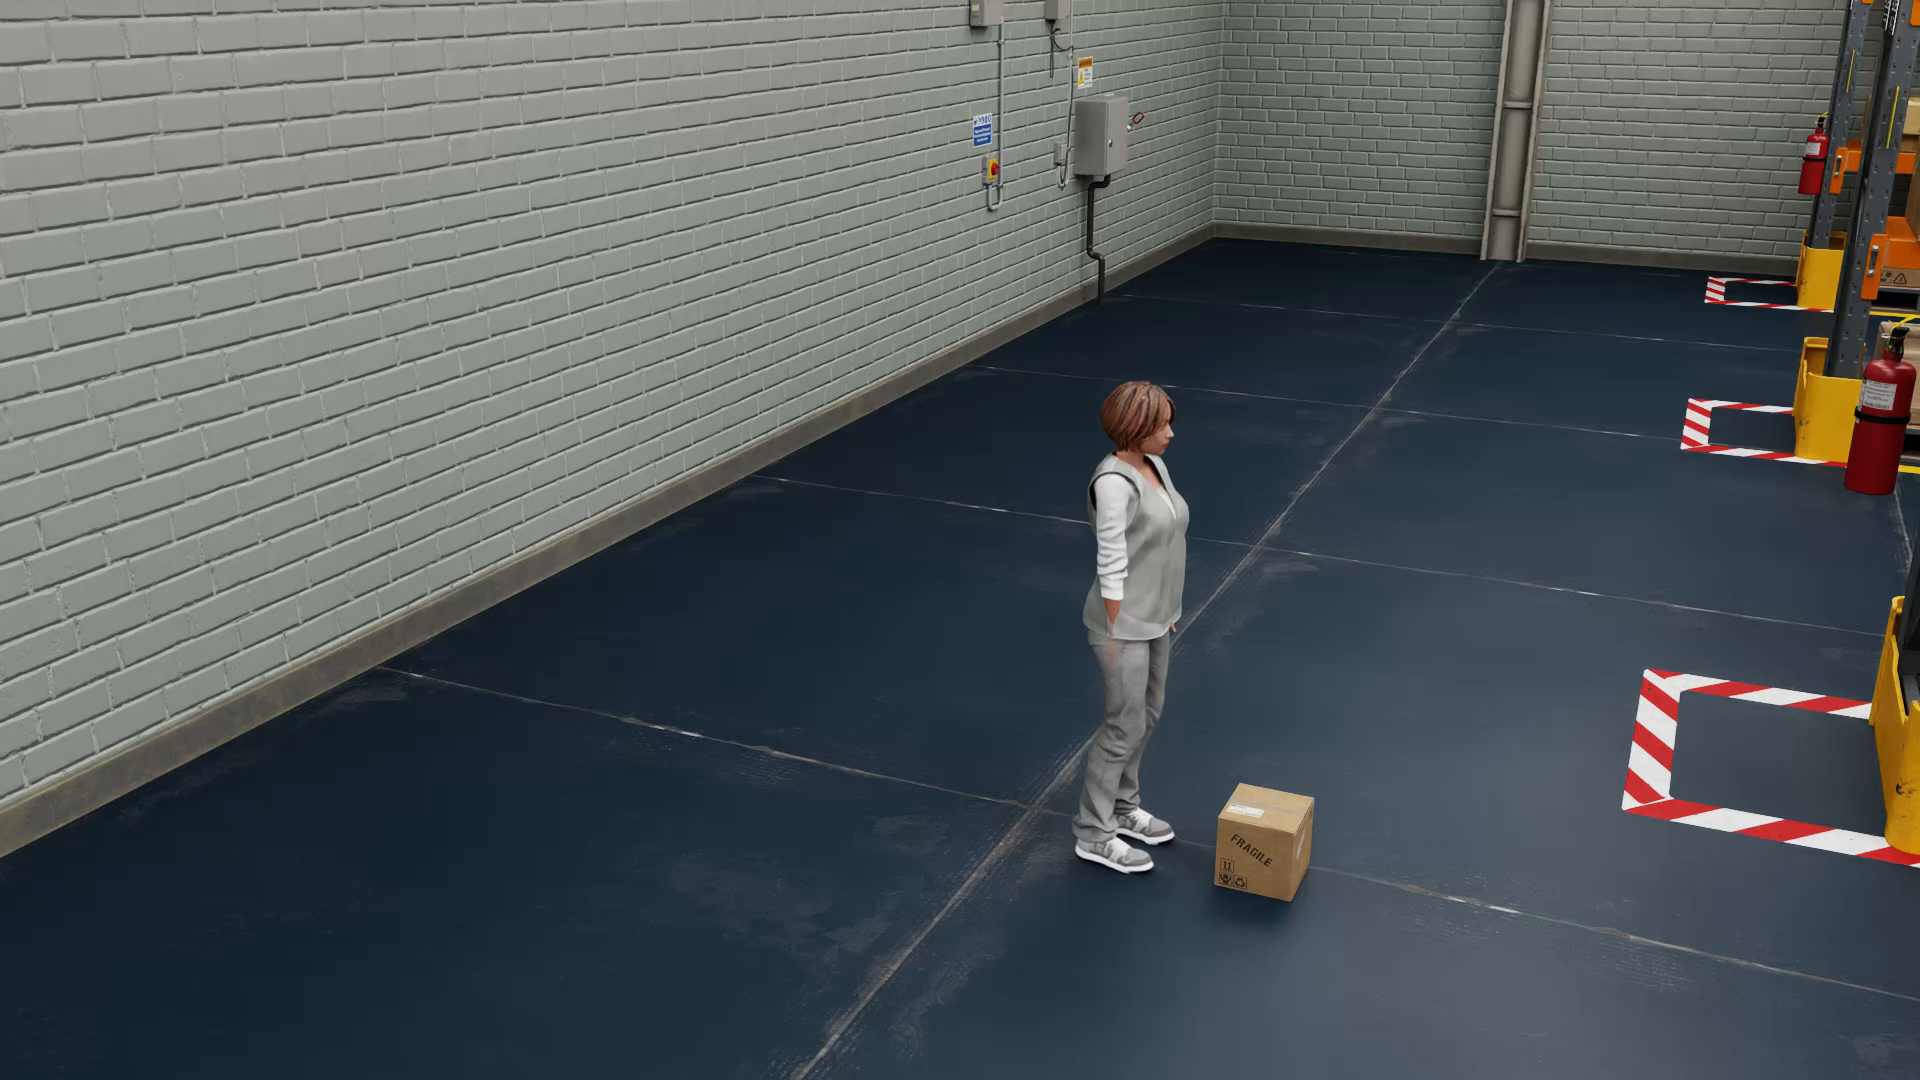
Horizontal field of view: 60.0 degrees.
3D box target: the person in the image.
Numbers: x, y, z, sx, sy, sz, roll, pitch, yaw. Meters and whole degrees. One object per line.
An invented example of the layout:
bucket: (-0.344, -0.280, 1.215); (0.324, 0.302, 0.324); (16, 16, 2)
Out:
person: (0.555, 0.323, 5.337); (0.304, 1.484, 0.405); (9, 21, 24)
